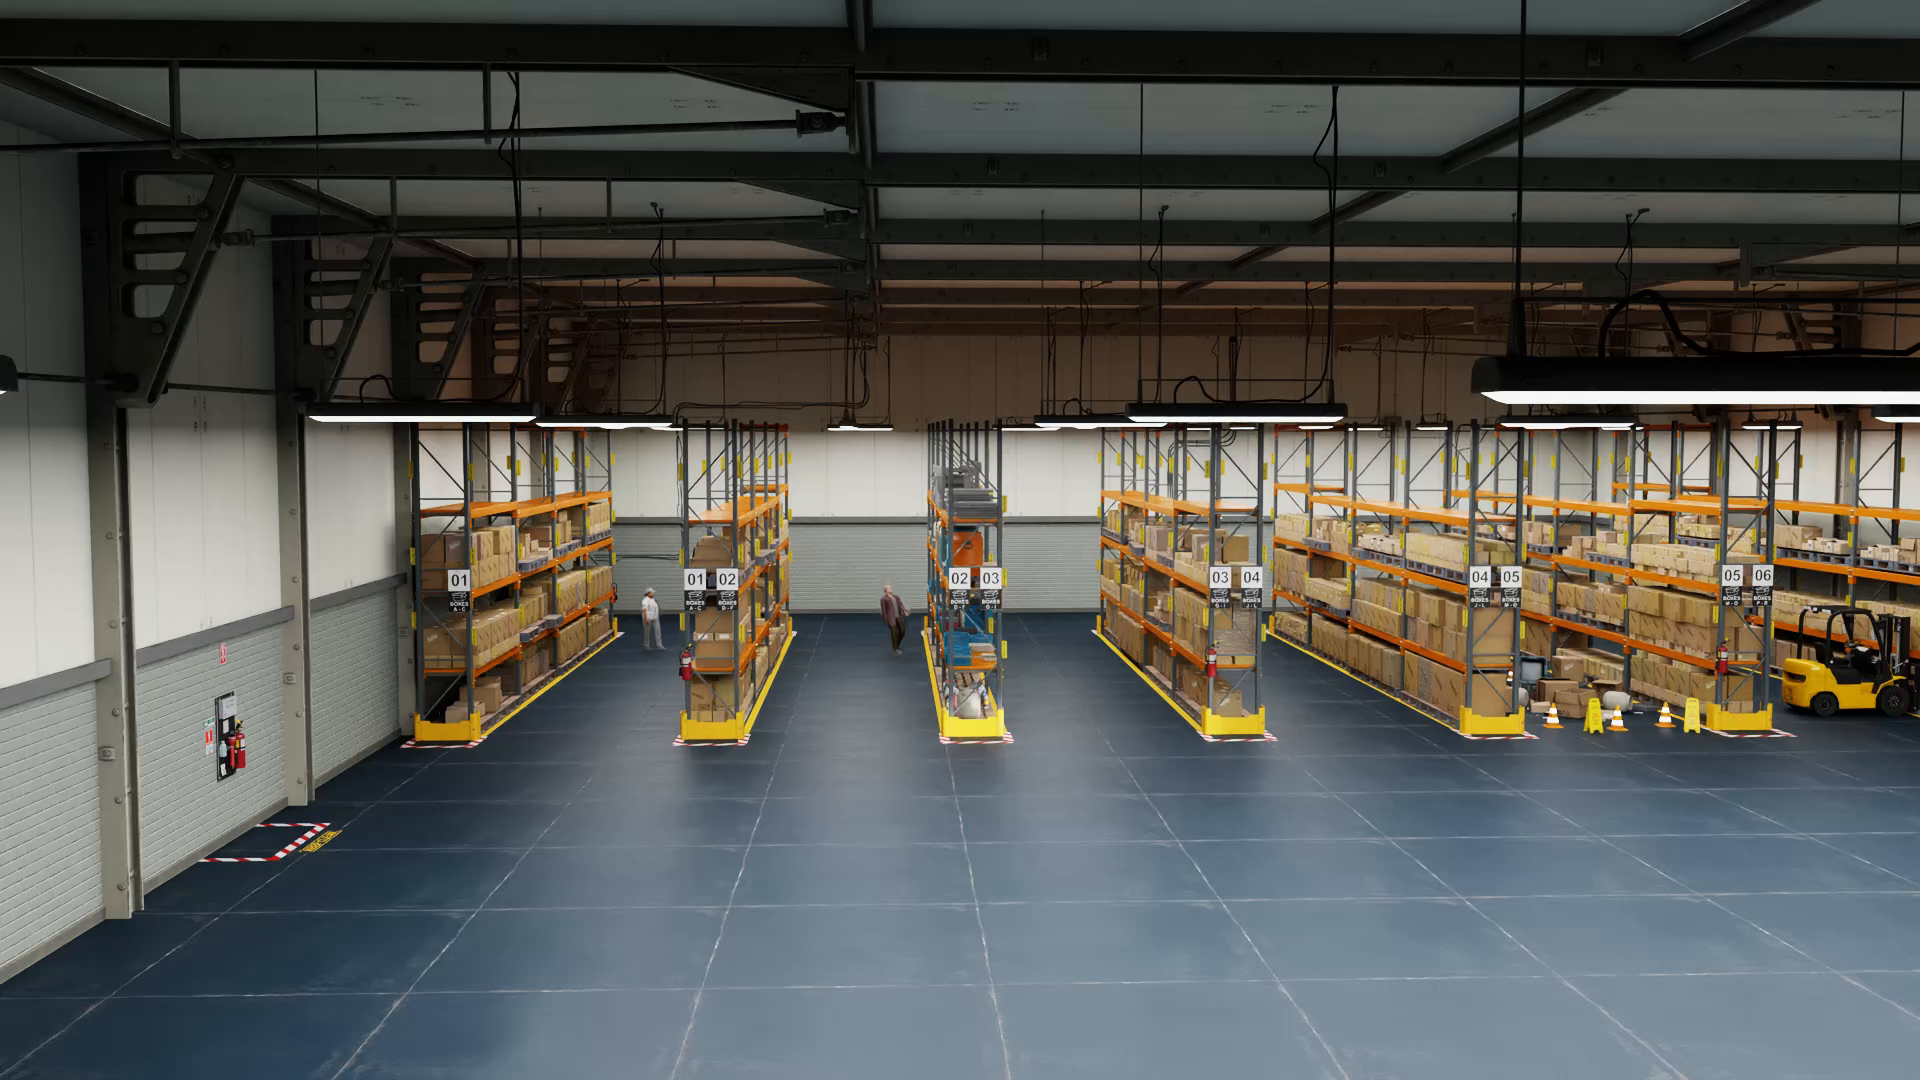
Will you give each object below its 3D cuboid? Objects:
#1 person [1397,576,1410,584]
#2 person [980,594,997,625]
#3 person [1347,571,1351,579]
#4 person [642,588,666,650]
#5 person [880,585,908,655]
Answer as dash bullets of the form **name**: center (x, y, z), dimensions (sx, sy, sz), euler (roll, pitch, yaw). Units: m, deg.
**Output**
- **person**: center (13.227, 1.662, 49.654), dimensions (0.819, 1.760, 0.576), euler (-1, 4, -17)
- **person**: center (0.857, 1.712, 49.963), dimensions (0.496, 1.667, 0.506), euler (-2, 4, -29)
- **person**: center (11.257, 1.738, 48.349), dimensions (1.063, 1.705, 0.652), euler (2, 4, 24)
- **person**: center (-8.148, 2.087, 43.970), dimensions (0.545, 1.646, 0.634), euler (-3, 5, -38)
- **person**: center (-1.655, 2.047, 42.803), dimensions (0.609, 1.740, 0.783), euler (-3, 4, -35)
